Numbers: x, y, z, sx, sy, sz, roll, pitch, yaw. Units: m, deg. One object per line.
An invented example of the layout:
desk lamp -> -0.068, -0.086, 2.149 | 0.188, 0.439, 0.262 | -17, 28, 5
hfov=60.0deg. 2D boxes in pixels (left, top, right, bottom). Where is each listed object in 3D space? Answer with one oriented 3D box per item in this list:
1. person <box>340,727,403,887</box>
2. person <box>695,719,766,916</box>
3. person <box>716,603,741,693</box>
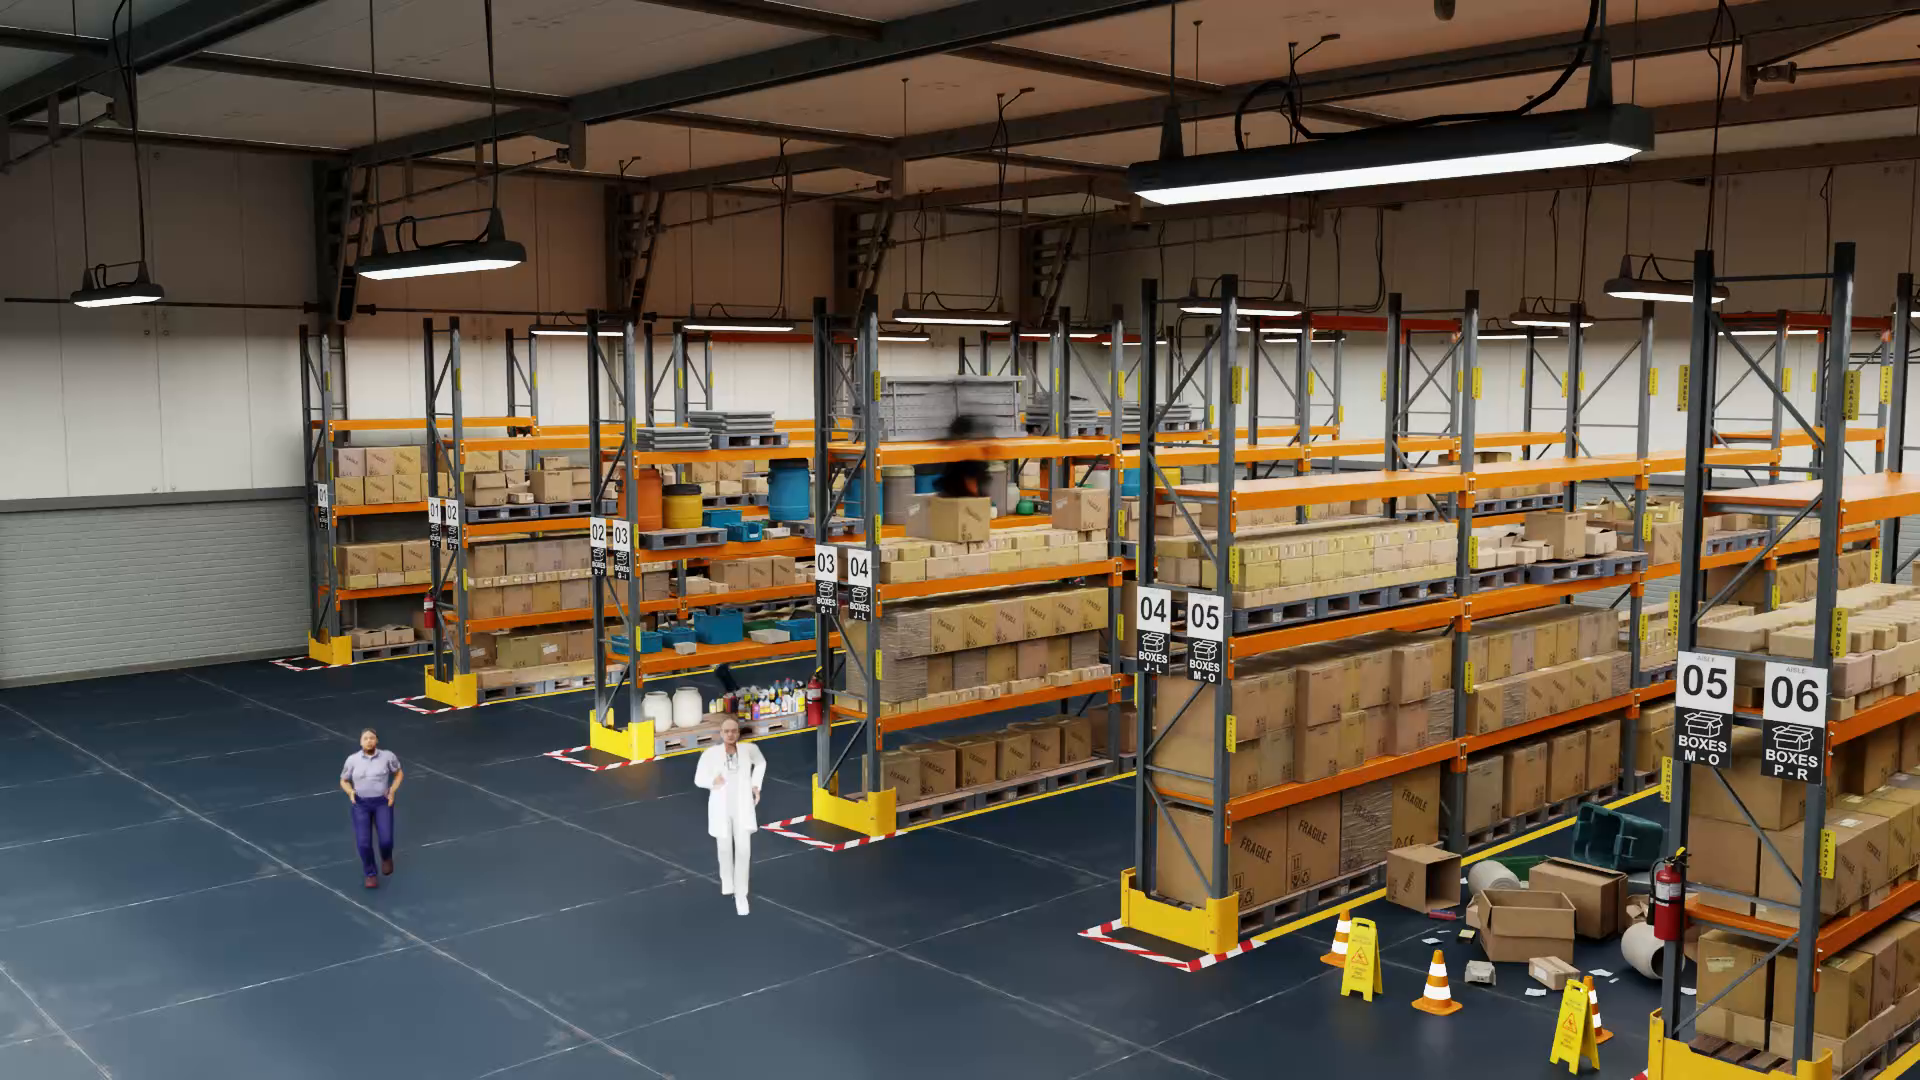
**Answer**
person -> -5.905, 2.685, 16.704 | 0.601, 1.598, 0.544 | -2, 6, -17
person -> -2.216, 2.645, 16.115 | 0.689, 1.835, 0.796 | -1, 6, -8
person -> -3.640, 1.761, 25.815 | 0.505, 1.578, 0.644 | 5, 8, 41
